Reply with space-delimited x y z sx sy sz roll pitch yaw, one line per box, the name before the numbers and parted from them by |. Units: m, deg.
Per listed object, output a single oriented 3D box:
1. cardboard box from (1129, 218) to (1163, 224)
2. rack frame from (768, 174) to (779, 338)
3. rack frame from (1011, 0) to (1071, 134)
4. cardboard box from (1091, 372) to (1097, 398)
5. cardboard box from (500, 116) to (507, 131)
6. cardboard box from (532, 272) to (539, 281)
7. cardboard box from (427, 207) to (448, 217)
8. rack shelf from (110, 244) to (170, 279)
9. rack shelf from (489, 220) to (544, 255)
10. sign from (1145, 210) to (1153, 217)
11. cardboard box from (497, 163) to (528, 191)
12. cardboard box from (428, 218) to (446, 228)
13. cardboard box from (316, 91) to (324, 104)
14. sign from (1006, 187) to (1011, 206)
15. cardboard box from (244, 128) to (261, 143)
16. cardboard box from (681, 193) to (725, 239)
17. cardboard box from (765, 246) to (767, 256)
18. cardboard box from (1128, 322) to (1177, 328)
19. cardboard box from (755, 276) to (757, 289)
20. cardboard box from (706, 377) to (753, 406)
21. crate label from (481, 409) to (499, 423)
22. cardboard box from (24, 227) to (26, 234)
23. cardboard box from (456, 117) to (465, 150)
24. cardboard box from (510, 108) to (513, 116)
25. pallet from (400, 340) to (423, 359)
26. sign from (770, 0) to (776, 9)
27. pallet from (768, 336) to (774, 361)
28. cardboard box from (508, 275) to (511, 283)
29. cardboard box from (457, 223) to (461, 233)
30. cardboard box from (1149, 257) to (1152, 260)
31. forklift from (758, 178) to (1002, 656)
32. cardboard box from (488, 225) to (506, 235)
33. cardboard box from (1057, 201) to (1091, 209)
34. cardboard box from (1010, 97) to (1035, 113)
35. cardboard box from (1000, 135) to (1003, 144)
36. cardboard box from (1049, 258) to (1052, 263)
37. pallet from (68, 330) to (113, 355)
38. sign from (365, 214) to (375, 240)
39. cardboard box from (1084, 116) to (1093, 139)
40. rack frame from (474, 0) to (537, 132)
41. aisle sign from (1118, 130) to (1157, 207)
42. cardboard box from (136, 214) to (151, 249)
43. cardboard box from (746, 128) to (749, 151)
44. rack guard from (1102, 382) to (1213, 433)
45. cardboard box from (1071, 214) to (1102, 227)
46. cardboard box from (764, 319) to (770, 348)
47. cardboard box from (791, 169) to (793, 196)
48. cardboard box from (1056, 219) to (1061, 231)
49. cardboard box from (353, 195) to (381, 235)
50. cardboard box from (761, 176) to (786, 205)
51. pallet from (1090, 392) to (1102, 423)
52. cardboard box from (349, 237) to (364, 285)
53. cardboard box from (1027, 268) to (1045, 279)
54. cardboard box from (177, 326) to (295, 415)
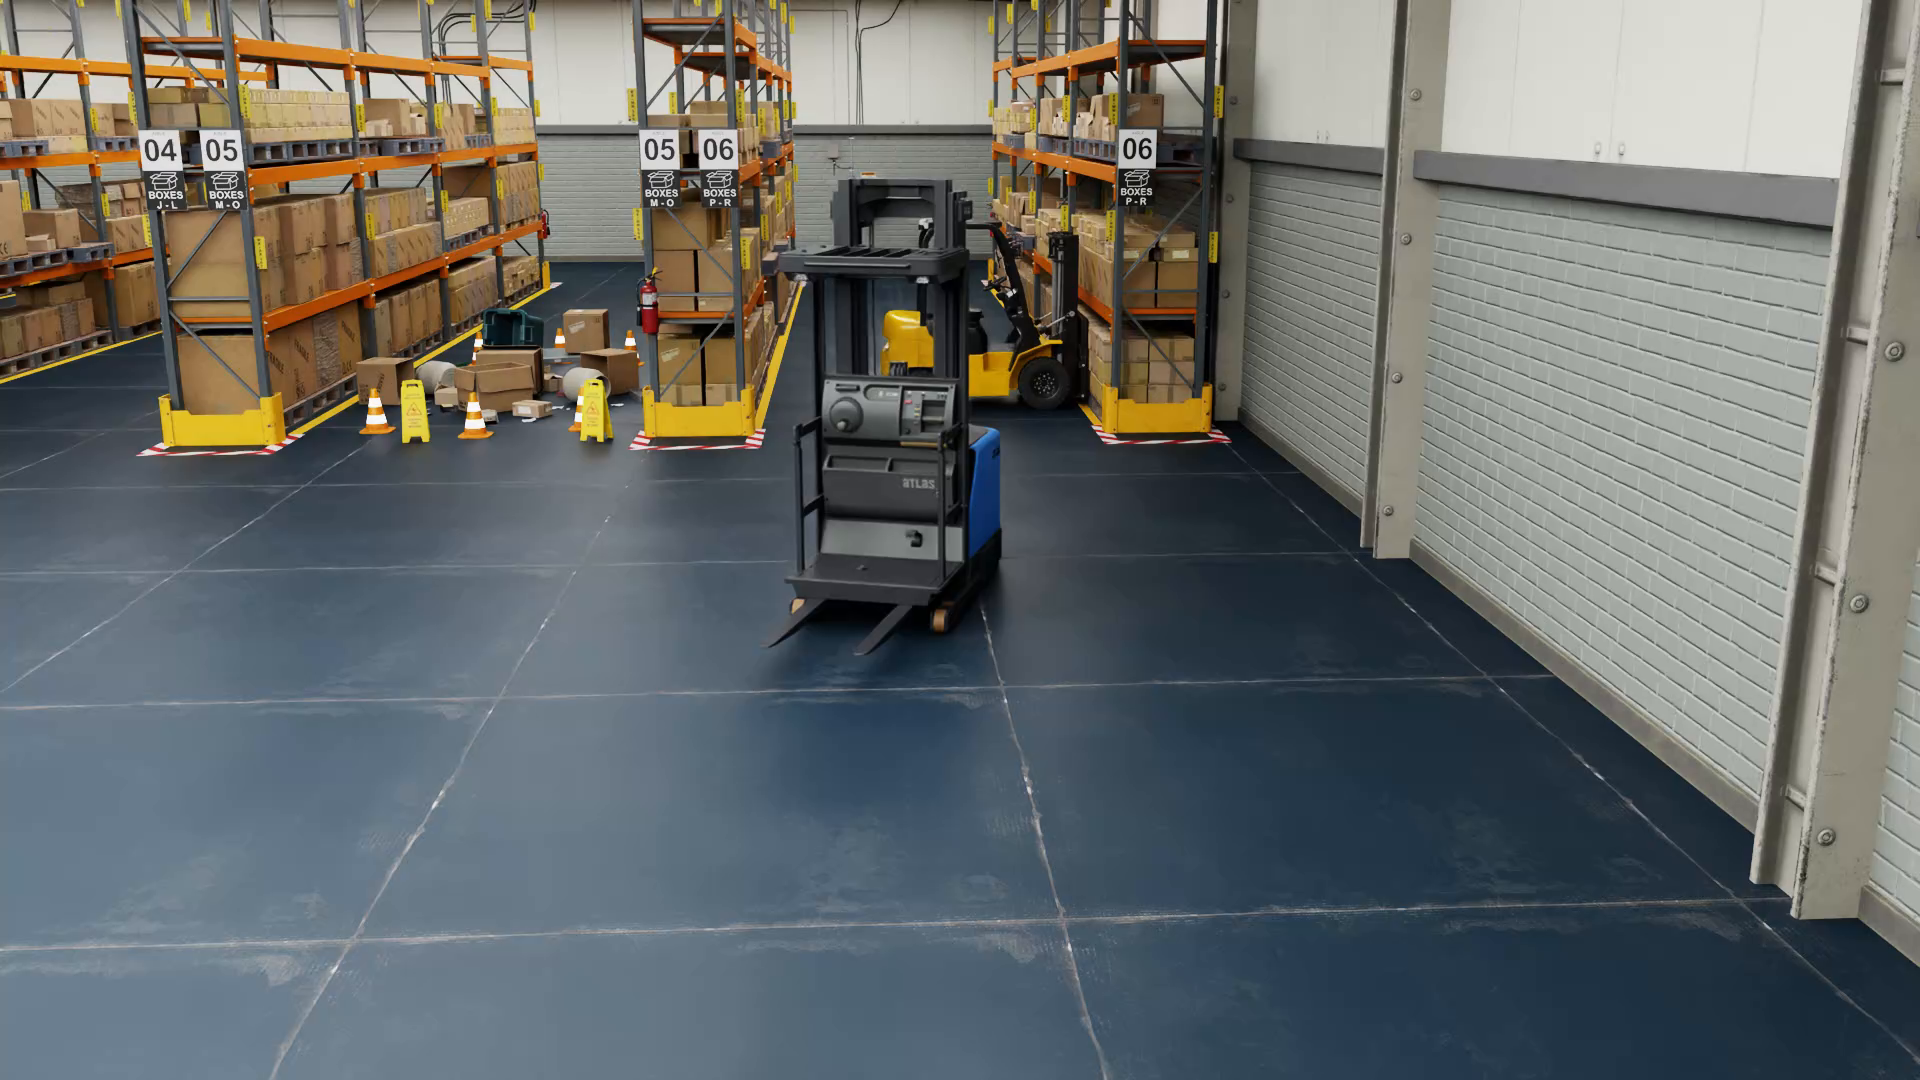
cardboard box | 2.304 -3.903 20.576 0.380 0.149 0.250 -1 14 -5
rack frame | -3.301 -4.578 25.300 1.000 3.000 0.127 -1 14 -3
rack frame | 1.405 -8.556 28.721 1.000 3.000 0.127 -1 14 -3
cardboard box | 1.783 -1.774 19.076 0.500 0.250 0.500 -1 14 -3
cardboard box | -8.300 -7.341 29.317 0.500 0.250 0.500 -1 14 -4
cardboard box | -8.373 -5.099 32.203 0.380 0.149 0.250 0 14 -2
cardboard box | -8.090 -5.031 25.529 0.380 0.149 0.250 -1 14 -5
rack shelf | -13.316 -4.574 26.729 1.077 0.370 4.000 -1 14 -3
rack shelf | -8.607 -5.621 30.795 1.077 0.370 4.000 -1 14 -3
sign | 2.454 -4.128 21.653 0.100 0.325 0.005 -1 14 -3
cardboard box | -8.382 -6.778 31.045 0.500 0.500 0.500 0 14 -1
cardboard box | -8.065 -4.826 25.327 0.380 0.149 0.250 0 14 -1
cardboard box | -7.583 -5.113 19.219 0.380 0.149 0.250 -1 14 -3
sign | 0.864 -6.060 29.320 0.100 0.325 0.005 -1 14 -3
cardboard box | -7.441 -4.160 17.116 0.380 0.149 0.250 -1 14 -3
cardboard box | -3.106 -3.766 19.341 0.700 0.500 0.500 -1 14 -4
cardboard box | -2.779 -3.870 22.208 0.380 0.149 0.250 -1 14 -2
cardboard box | 2.253 -2.393 19.478 0.500 0.250 0.500 -1 14 -4
cardboard box | -2.663 -3.134 20.191 0.380 0.149 0.250 -1 14 -4
cardboard box | -2.579 -1.665 18.654 0.500 0.250 0.500 -1 14 -4
crate label | -5.317 -1.382 18.624 0.250 0.136 0.298 -9 17 -32
cardboard box | -13.144 -4.114 22.444 0.797 0.503 0.637 1 14 2
cardboard box | -8.079 -6.372 26.053 0.500 0.500 0.500 -1 14 -3
cardboard box | -8.322 -7.755 30.126 0.380 0.149 0.250 -1 14 -5
pallet | -8.189 -2.626 23.310 1.003 0.211 1.213 -1 14 -3
sign | -2.760 -7.985 24.469 0.100 0.325 0.005 -1 14 -3
pallet | -3.182 -2.731 23.716 1.003 0.211 1.213 -1 14 -3
cardboard box | -8.357 -4.722 30.141 0.380 0.149 0.250 -2 15 -6
cardboard box | -8.132 -4.940 26.367 0.380 0.149 0.250 0 14 -2
cardboard box | 2.340 -2.971 18.854 0.500 0.500 0.500 0 14 -2
forklift | -0.536 -0.901 11.148 1.130 2.935 3.031 4 15 14
cardboard box | -8.174 -5.425 29.097 0.380 0.149 0.250 0 14 -1
cardboard box | 1.777 -5.038 26.044 0.500 0.500 0.500 0 14 -1
cardboard box | 1.075 -7.498 28.660 0.396 0.266 0.258 -1 14 -4
cardboard box | 0.943 -7.511 31.182 0.380 0.149 0.250 -1 14 -3
cardboard box | 1.532 -4.087 23.692 0.500 0.250 0.500 0 14 -2
pallet | -13.145 -2.880 24.298 1.003 0.211 1.213 -1 14 -3
sign | -7.434 -3.948 20.956 0.100 0.325 0.005 -1 14 -3
cardboard box | 1.689 -4.927 19.861 0.396 0.266 0.258 -1 14 -5
rack frame | -8.731 -9.372 31.891 1.000 3.000 0.127 -1 14 -3
aisle sign | 1.859 -3.904 17.464 0.394 0.787 0.004 -1 14 -3
cardboard box | -13.020 -4.854 26.173 0.500 0.500 0.500 -1 14 -4
cardboard box | -2.649 -4.495 18.663 0.500 0.250 0.500 0 14 -2
rack guard | 2.150 -1.450 18.157 1.175 0.500 0.348 -1 14 -3
cardboard box | 1.624 -4.084 21.279 0.380 0.149 0.250 -1 14 -2
cardboard box | -3.136 -2.823 22.911 0.950 0.372 0.625 0 14 0
cardboard box | -3.468 -6.855 31.941 0.500 0.500 0.500 -1 14 -3
cardboard box | 1.512 -4.294 22.693 0.380 0.149 0.250 -1 14 -5
cardboard box | -8.058 -4.266 21.879 0.700 0.500 0.500 -1 14 -4
cardboard box | -3.271 -5.998 28.613 0.500 0.500 0.500 0 14 -2
pallet | 2.059 -1.505 18.953 1.003 0.211 1.213 -1 14 -3
cardboard box | -7.953 -3.463 20.665 0.875 0.550 0.550 -1 14 -3
cardboard box | 1.315 -4.412 27.526 0.380 0.149 0.250 -2 15 -6
cardboard box | -7.848 -1.829 18.037 0.875 0.875 0.875 -1 14 -3
